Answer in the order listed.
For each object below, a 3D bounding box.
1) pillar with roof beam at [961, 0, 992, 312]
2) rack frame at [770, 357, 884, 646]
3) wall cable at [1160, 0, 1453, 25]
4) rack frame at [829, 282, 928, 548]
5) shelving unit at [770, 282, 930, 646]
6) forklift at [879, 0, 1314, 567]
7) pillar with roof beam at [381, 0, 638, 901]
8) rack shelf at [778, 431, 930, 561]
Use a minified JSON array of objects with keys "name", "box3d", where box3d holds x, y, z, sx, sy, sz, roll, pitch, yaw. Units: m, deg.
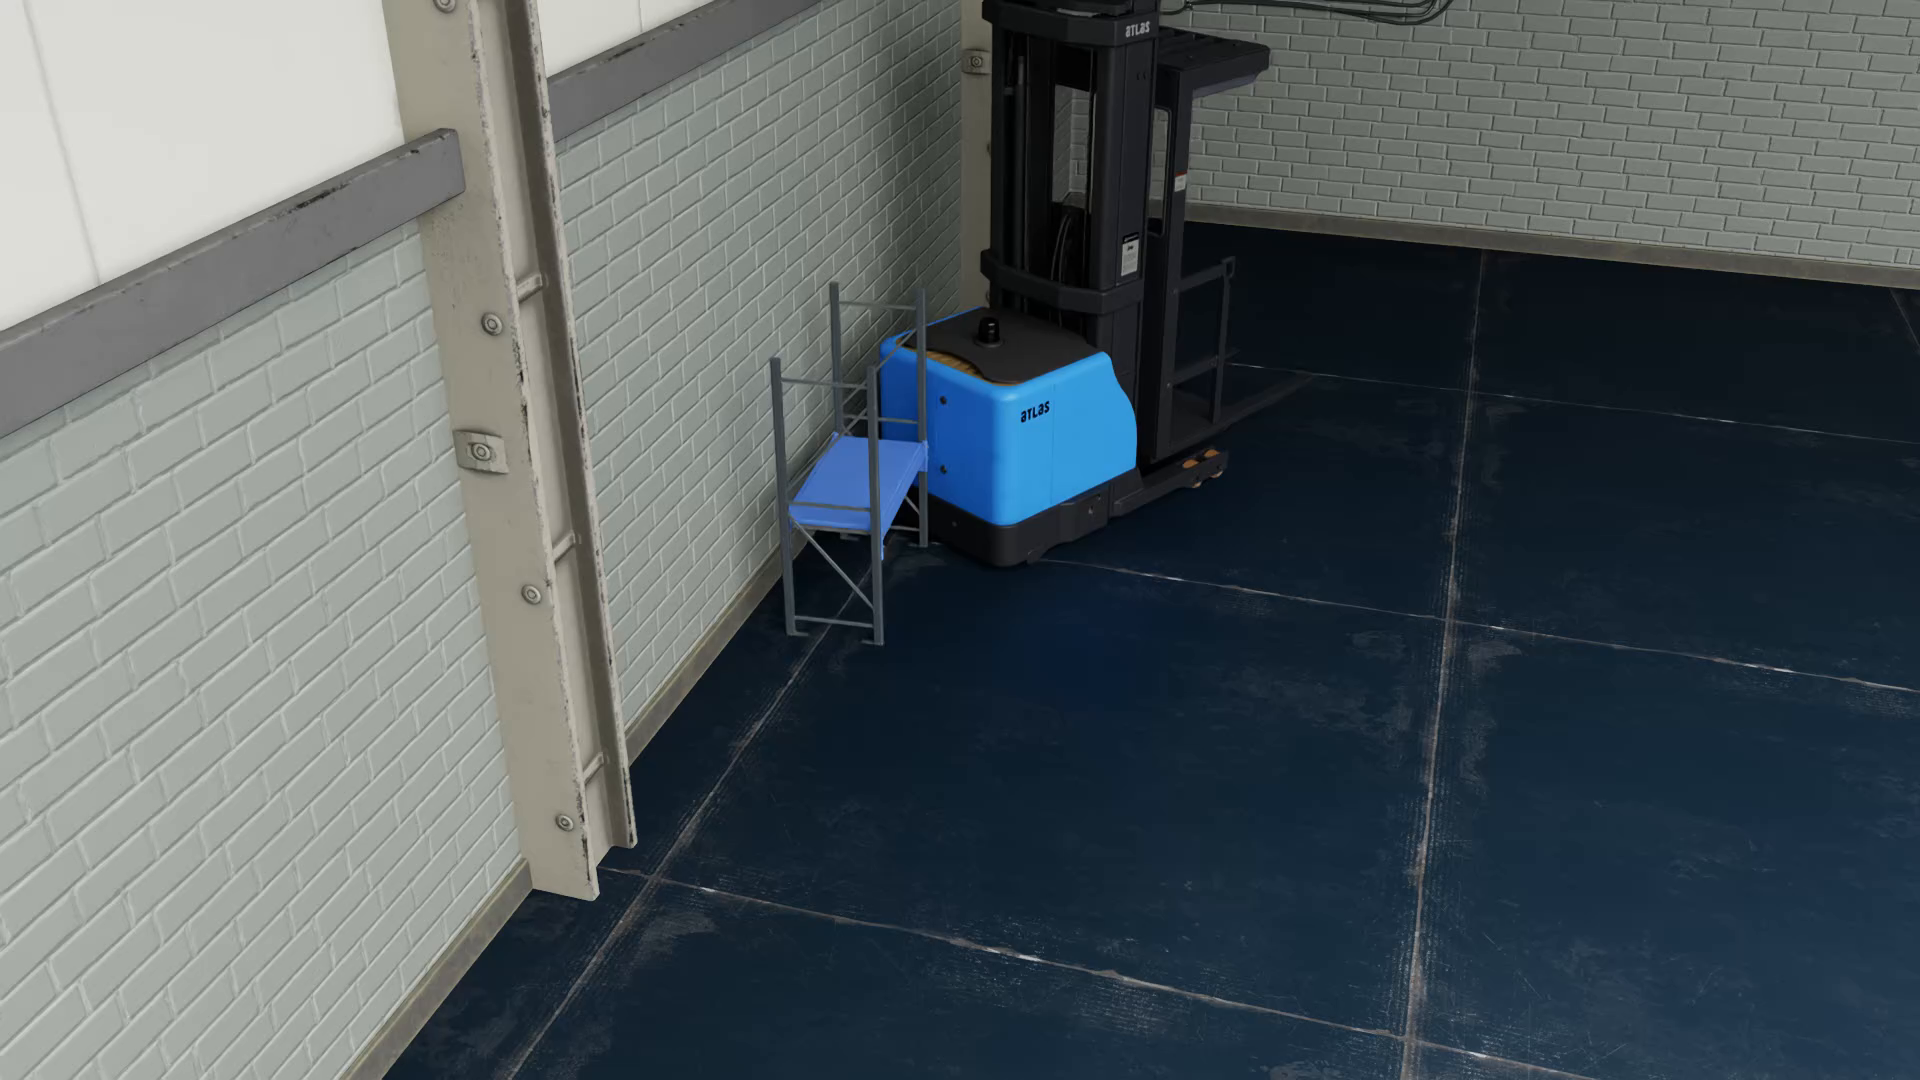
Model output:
[{"name":"pillar with roof beam","box3d":[4.321,-4.775,8.577,9.100,9.000,0.400,8,30,15]},{"name":"rack frame","box3d":[-0.629,-0.158,7.991,0.500,1.500,0.032,6,30,10]},{"name":"wall cable","box3d":[2.334,-5.213,12.558,3.097,2.526,0.112,8,30,15]},{"name":"rack frame","box3d":[-0.423,-0.642,8.861,0.500,1.500,0.032,6,30,10]},{"name":"shelving unit","box3d":[-0.526,-0.400,8.426,0.538,1.500,1.048,6,30,10]},{"name":"forklift","box3d":[0.958,-1.748,9.378,3.031,2.935,1.130,-25,38,-37]},{"name":"pillar with roof beam","box3d":[2.560,-1.987,3.564,9.100,9.000,0.400,8,30,15]},{"name":"rack shelf","box3d":[-0.526,-0.243,8.513,0.538,0.185,1.000,6,30,10]}]
